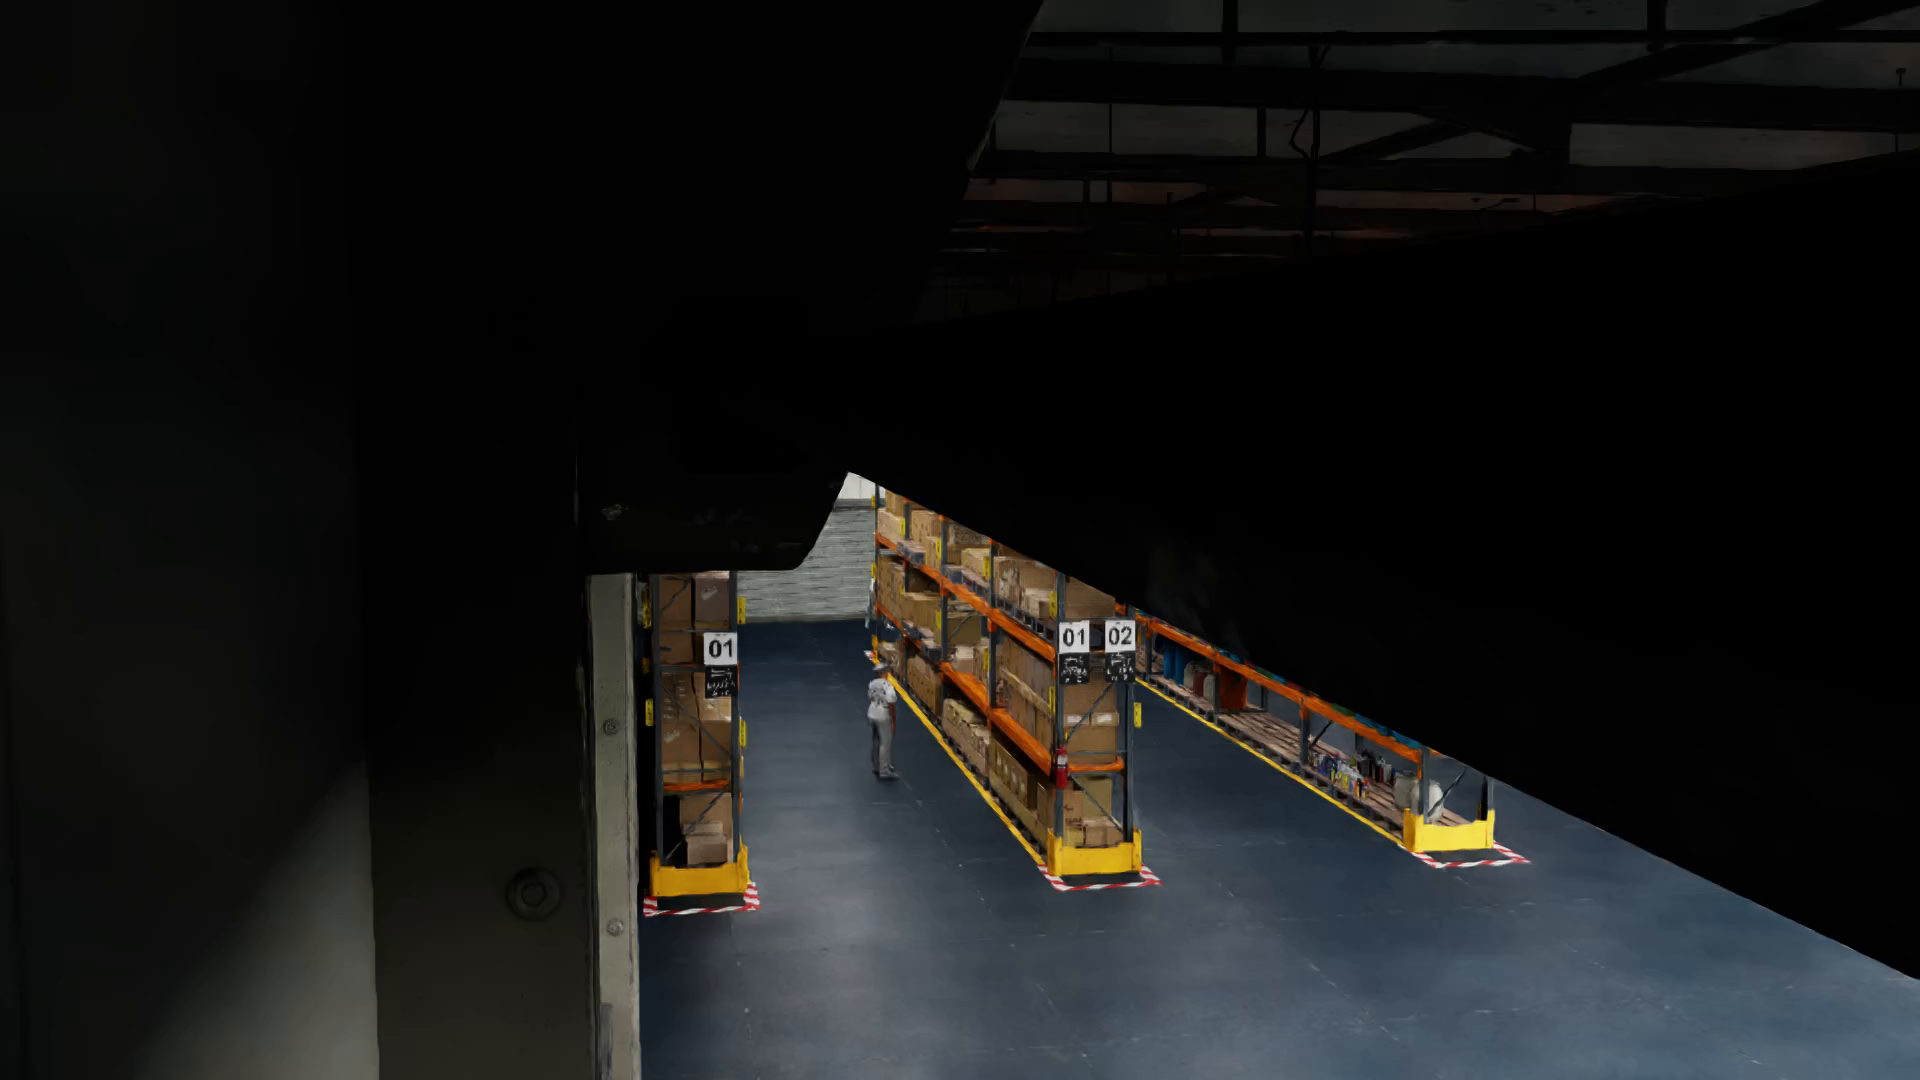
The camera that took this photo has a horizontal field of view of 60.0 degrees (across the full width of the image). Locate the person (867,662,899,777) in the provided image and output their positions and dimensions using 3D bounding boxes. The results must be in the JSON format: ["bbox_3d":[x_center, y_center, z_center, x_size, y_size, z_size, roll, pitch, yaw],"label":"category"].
[{"bbox_3d":[-1.181,2.787,25.926,0.475,1.761,0.595,-5,8,-41],"label":"person"}]

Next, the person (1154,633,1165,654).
[{"bbox_3d":[4.496,1.728,36.803,0.398,1.640,0.667,1,6,7],"label":"person"}]

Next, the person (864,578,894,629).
[{"bbox_3d":[-2.017,1.394,40.585,0.554,1.525,0.786,-3,7,-29],"label":"person"}]
